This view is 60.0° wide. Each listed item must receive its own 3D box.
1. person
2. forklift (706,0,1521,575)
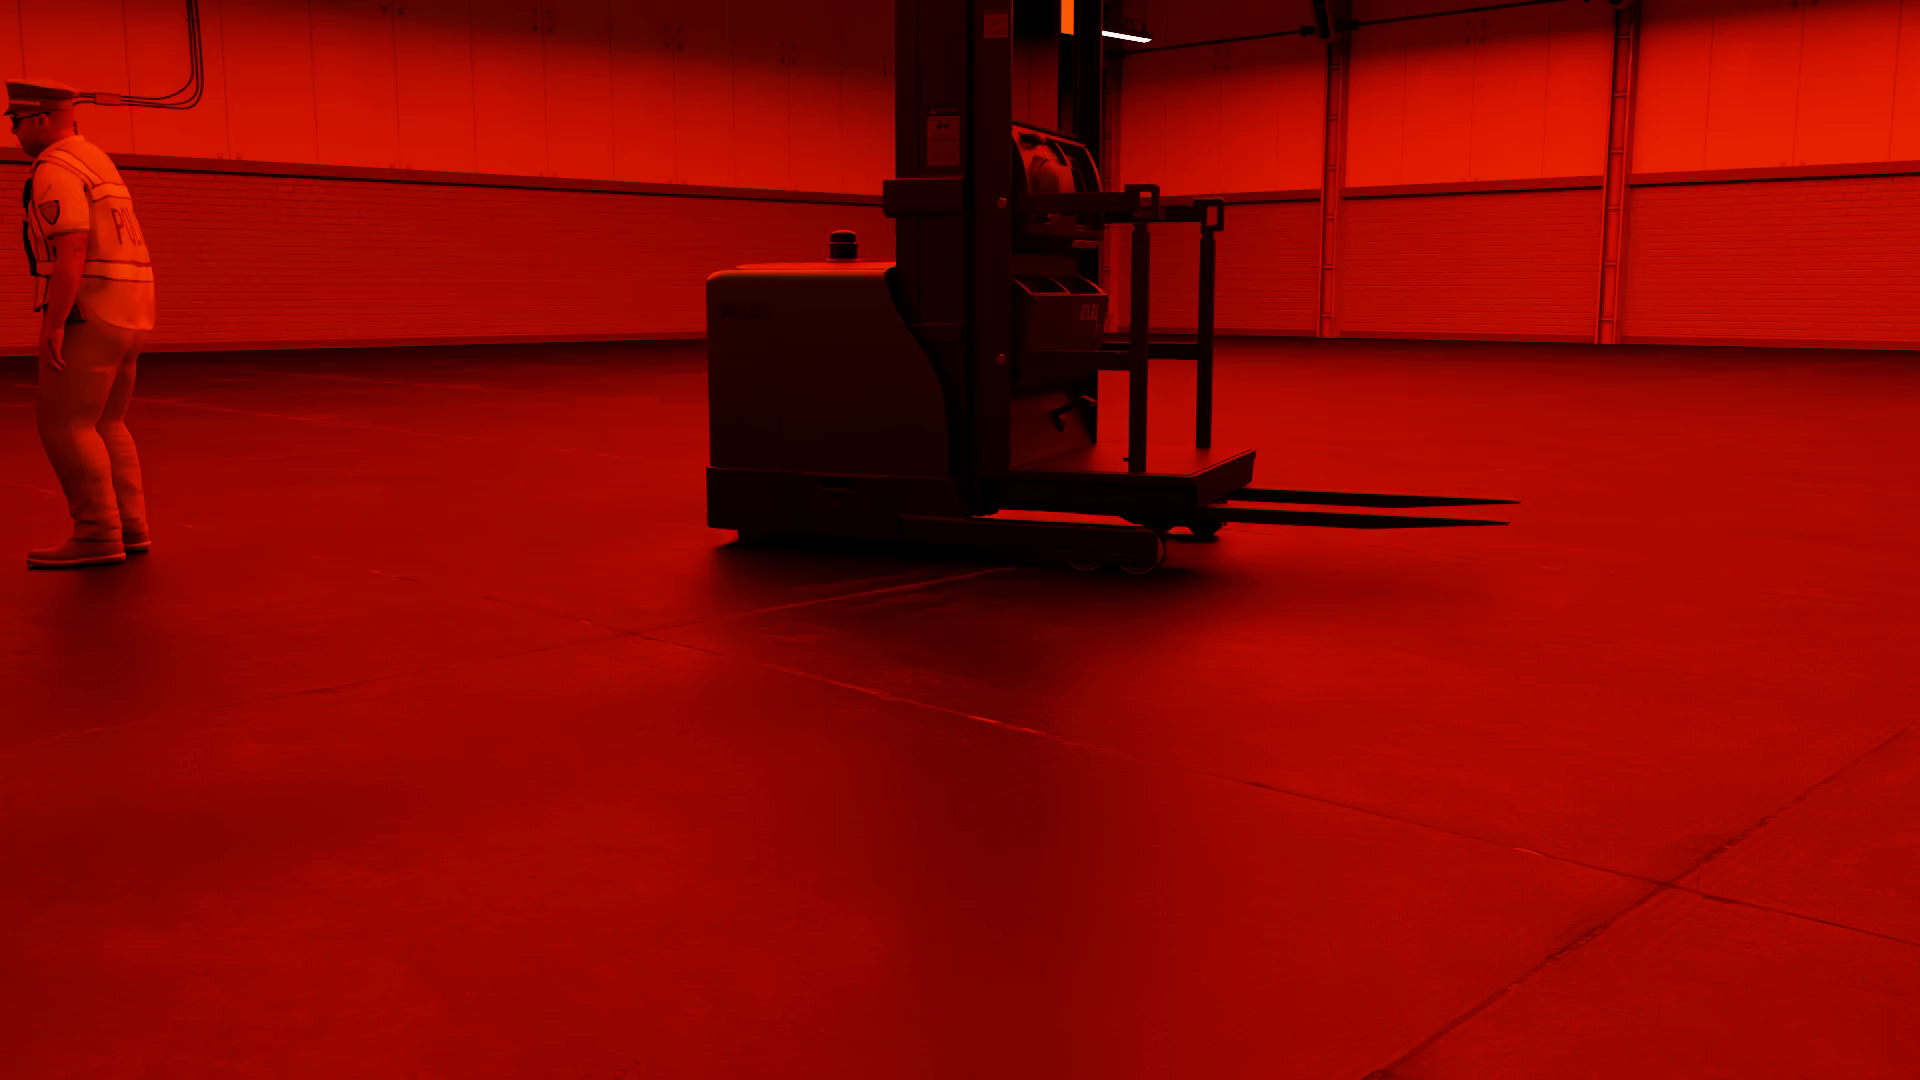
[{"bbox_3d":[-3.211,-0.794,6.116,0.443,1.747,0.599,-2,9,-10],"label":"person"},{"bbox_3d":[0.565,-1.416,6.275,3.031,2.935,1.130,3,9,22],"label":"forklift"}]
